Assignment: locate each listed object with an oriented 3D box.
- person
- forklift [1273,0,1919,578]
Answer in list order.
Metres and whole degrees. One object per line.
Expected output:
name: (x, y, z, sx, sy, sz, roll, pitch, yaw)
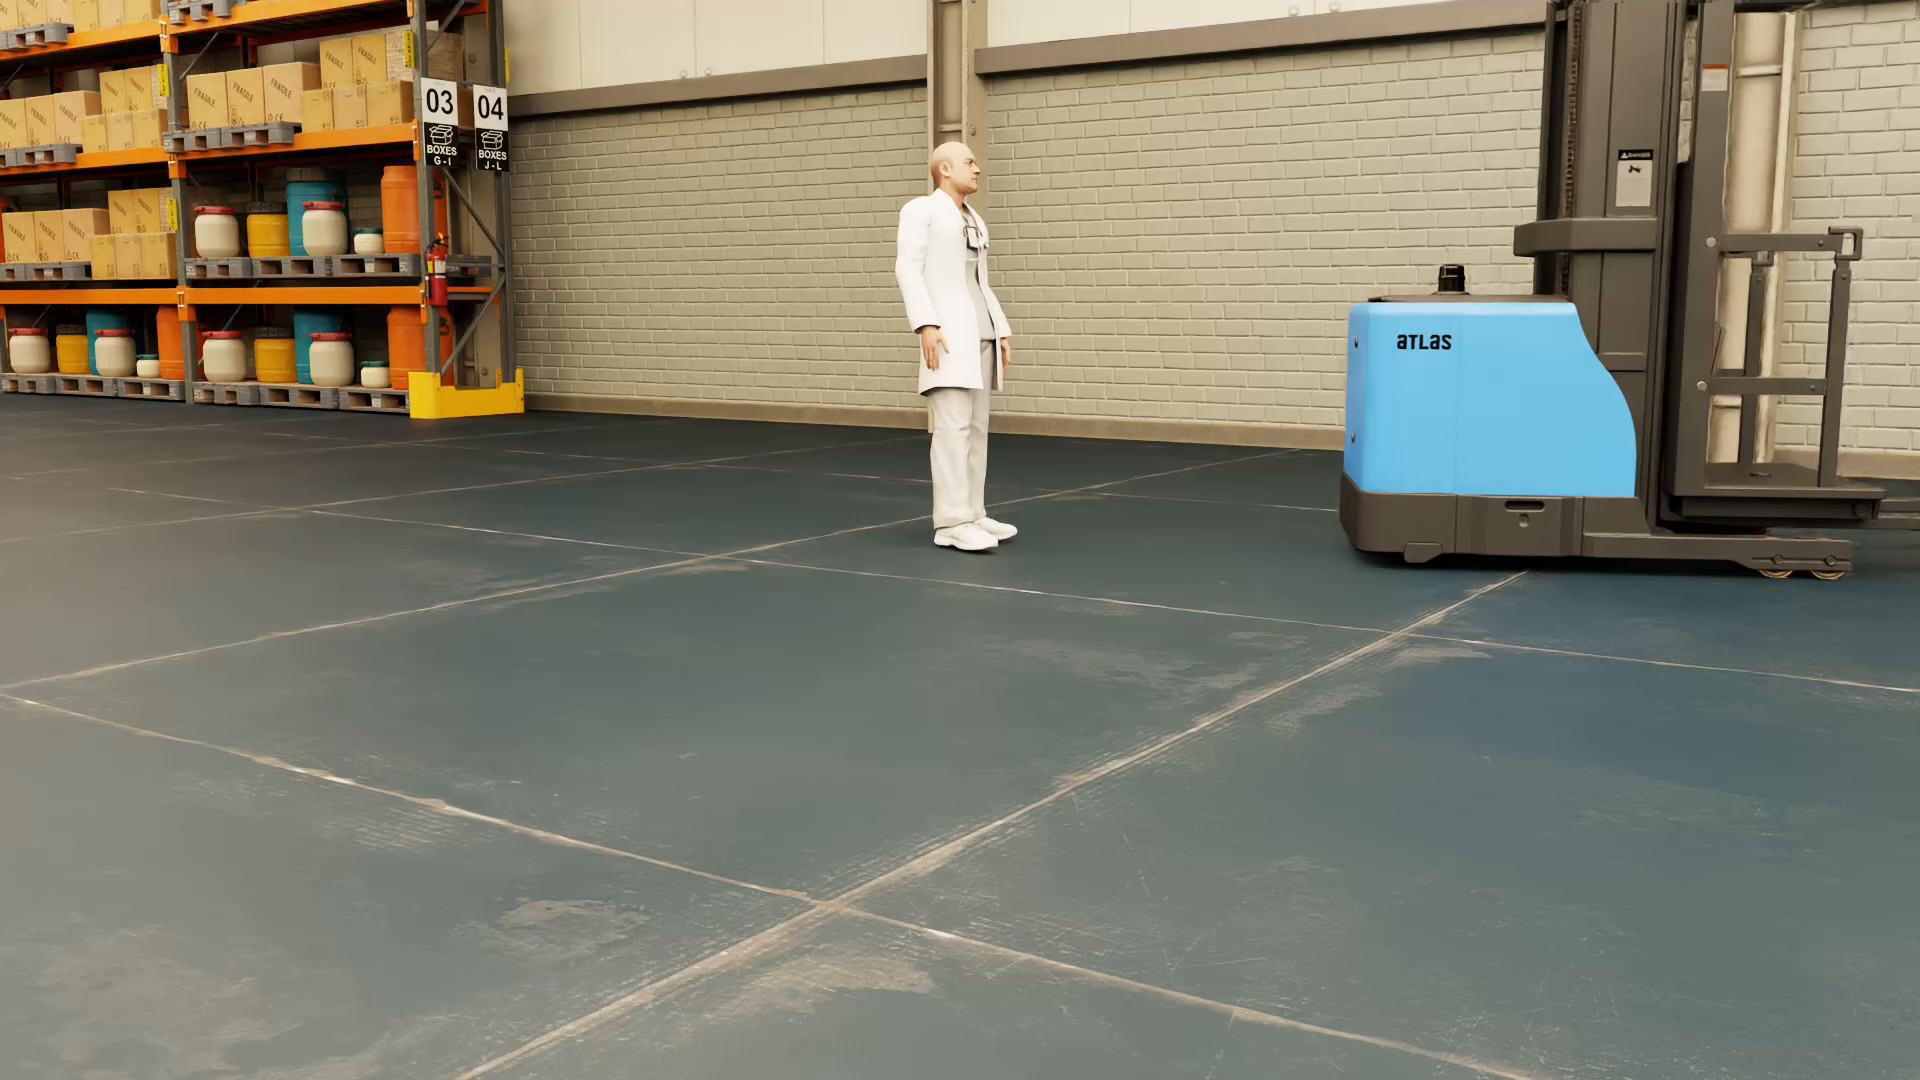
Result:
person: (0.073, -0.880, 7.424, 0.580, 1.776, 0.697, 5, 10, 34)
forklift: (2.896, -1.381, 6.905, 3.031, 2.935, 1.130, 1, 8, 8)
